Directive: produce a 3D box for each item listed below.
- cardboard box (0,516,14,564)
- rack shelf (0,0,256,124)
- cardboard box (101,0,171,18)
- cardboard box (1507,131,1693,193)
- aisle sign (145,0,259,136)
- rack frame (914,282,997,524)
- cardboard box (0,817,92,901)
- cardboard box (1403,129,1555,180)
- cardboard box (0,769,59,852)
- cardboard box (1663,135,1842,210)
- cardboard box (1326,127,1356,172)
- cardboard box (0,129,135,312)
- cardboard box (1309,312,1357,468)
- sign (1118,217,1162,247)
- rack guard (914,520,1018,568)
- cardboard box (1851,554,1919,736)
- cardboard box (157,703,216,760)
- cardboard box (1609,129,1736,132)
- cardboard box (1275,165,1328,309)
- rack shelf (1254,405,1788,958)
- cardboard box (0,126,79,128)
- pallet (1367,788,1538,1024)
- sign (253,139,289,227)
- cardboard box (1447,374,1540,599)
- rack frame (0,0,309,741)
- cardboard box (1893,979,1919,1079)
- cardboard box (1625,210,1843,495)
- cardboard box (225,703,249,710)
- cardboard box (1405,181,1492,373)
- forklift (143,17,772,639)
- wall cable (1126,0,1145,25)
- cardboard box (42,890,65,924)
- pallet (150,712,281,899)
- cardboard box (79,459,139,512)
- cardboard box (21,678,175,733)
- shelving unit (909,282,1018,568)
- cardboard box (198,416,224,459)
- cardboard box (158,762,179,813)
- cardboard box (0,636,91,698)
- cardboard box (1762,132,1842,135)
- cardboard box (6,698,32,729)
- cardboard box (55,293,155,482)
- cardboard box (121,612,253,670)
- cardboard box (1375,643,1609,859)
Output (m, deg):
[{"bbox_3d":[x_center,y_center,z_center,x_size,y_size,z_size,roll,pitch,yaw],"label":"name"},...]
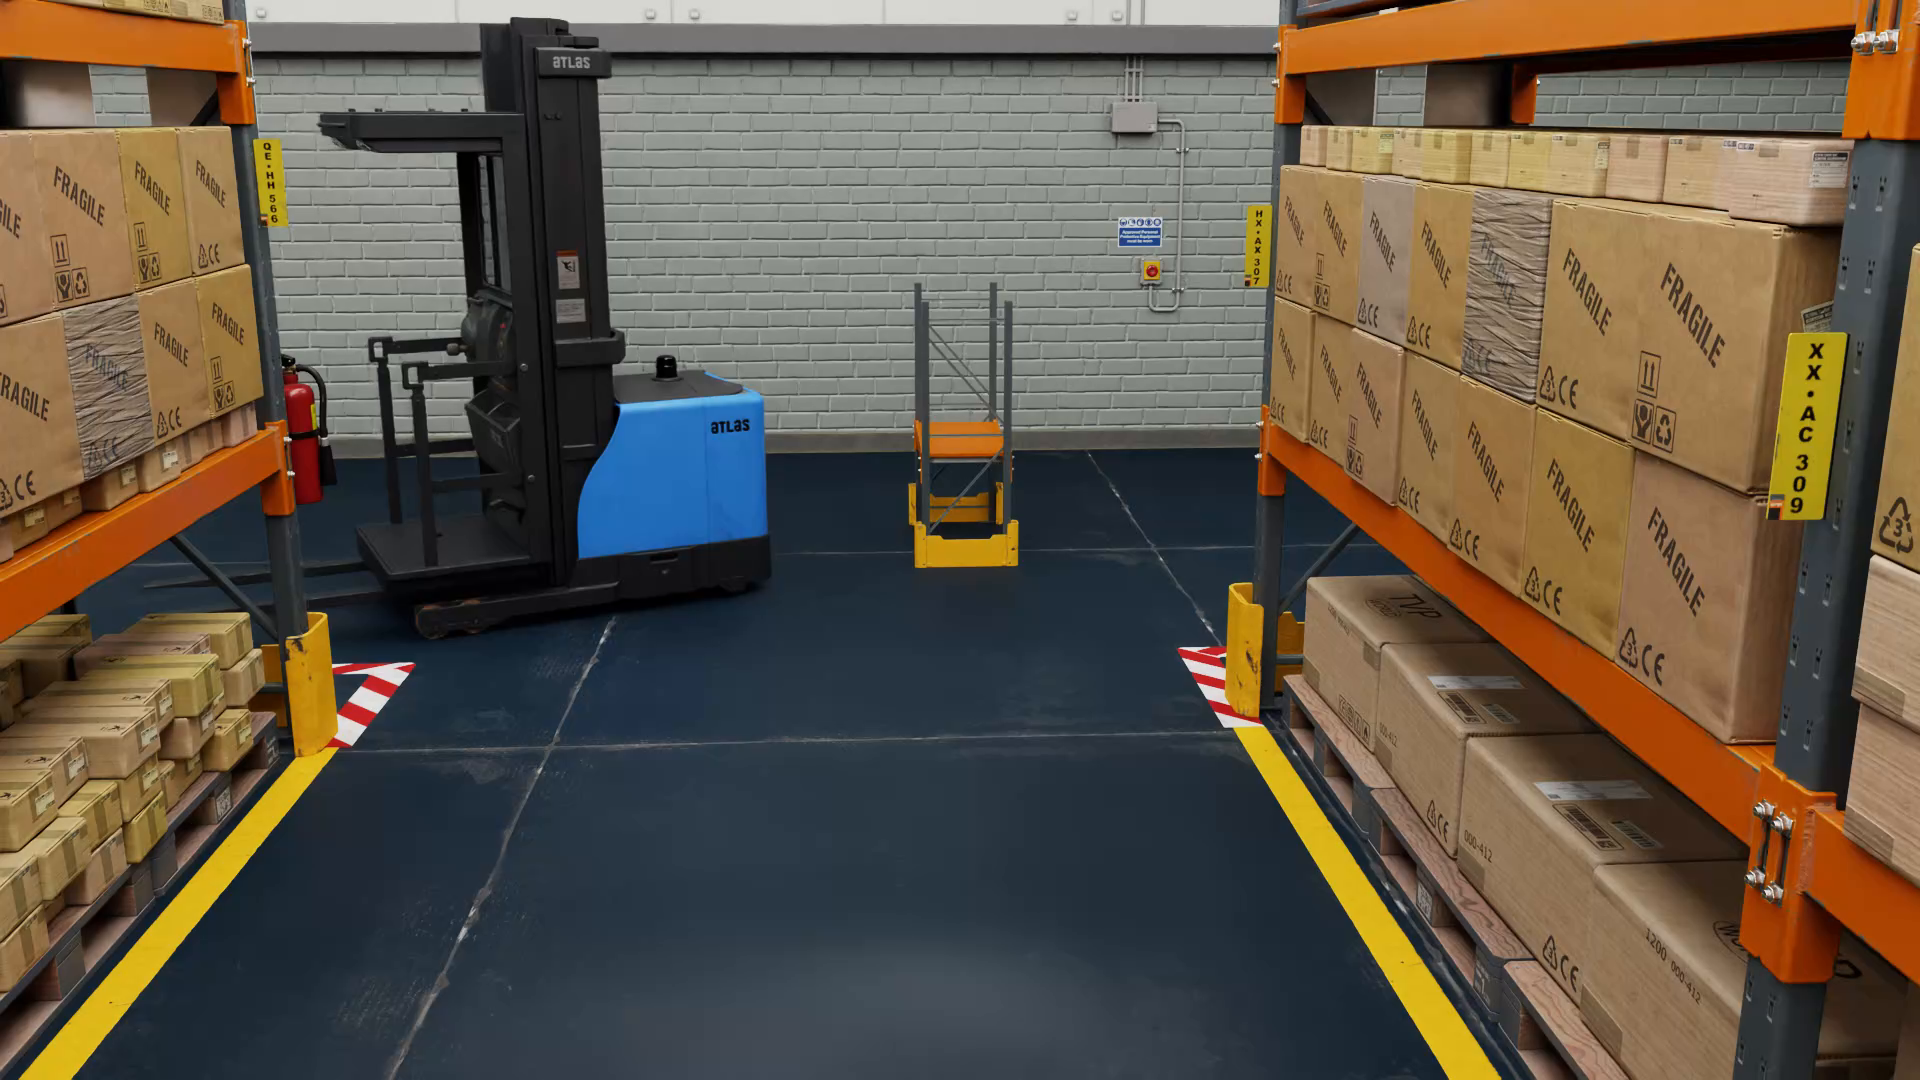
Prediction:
[{"bbox_3d":[-2.808,0.010,4.471,0.380,0.149,0.250,0,14,-1],"label":"cardboard box"},{"bbox_3d":[-3.048,-1.245,4.269,1.077,0.370,4.000,-1,14,-3],"label":"rack shelf"},{"bbox_3d":[-2.841,-1.782,5.215,0.500,0.250,0.500,-1,14,-3],"label":"cardboard box"},{"bbox_3d":[1.657,-0.982,4.315,0.380,0.149,0.250,-1,14,-5],"label":"cardboard box"},{"bbox_3d":[-2.877,-1.920,6.251,0.394,0.787,0.004,-1,14,-3],"label":"aisle sign"},{"bbox_3d":[-0.026,-0.832,10.248,0.500,1.500,0.032,-1,14,-3],"label":"rack frame"},{"bbox_3d":[-2.733,0.912,4.744,0.380,0.149,0.250,-1,14,-3],"label":"cardboard box"},{"bbox_3d":[1.574,-1.171,5.049,0.380,0.149,0.250,-1,14,-3],"label":"cardboard box"},{"bbox_3d":[-2.810,0.768,4.706,0.380,0.149,0.250,-1,14,-3],"label":"cardboard box"},{"bbox_3d":[1.760,-0.793,3.578,0.380,0.149,0.250,-1,14,-3],"label":"cardboard box"},{"bbox_3d":[1.497,-1.363,5.796,0.380,0.149,0.250,0,14,-2],"label":"cardboard box"},{"bbox_3d":[-2.823,-0.950,4.893,0.500,0.500,0.500,0,14,-1],"label":"cardboard box"},{"bbox_3d":[1.565,-0.539,5.900,0.500,0.500,0.500,-1,14,-4],"label":"cardboard box"},{"bbox_3d":[1.338,-2.287,12.353,0.327,0.218,0.001,-1,14,-3],"label":"sign"},{"bbox_3d":[0.036,0.022,9.440,0.587,0.250,0.087,-1,14,-3],"label":"rack guard"},{"bbox_3d":[1.756,0.199,2.529,0.500,0.250,0.500,-1,14,-5],"label":"cardboard box"},{"bbox_3d":[-2.820,0.651,5.757,0.380,0.149,0.250,-1,15,-6],"label":"cardboard box"},{"bbox_3d":[2.116,-1.118,4.844,0.380,0.149,0.250,0,14,-2],"label":"cardboard box"},{"bbox_3d":[1.508,-1.149,6.263,0.500,0.500,0.500,-1,14,-5],"label":"cardboard box"},{"bbox_3d":[1.886,0.106,5.038,1.077,0.370,4.000,-1,14,-3],"label":"rack shelf"},{"bbox_3d":[-3.409,-1.199,5.863,0.500,0.500,0.500,-1,14,-4],"label":"cardboard box"},{"bbox_3d":[1.962,1.111,5.284,1.003,0.211,1.213,-1,14,-3],"label":"pallet"},{"bbox_3d":[-2.617,-1.355,6.317,0.100,0.325,0.005,-1,14,-3],"label":"sign"},{"bbox_3d":[1.643,-0.157,4.417,0.500,0.500,0.500,-1,14,-4],"label":"cardboard box"},{"bbox_3d":[-3.172,-0.638,6.487,1.000,3.000,0.127,-1,14,-3],"label":"rack frame"},{"bbox_3d":[2.128,1.234,2.633,0.875,0.875,0.875,0,14,-2],"label":"cardboard box"},{"bbox_3d":[1.705,-0.391,3.317,0.500,0.500,0.500,-1,14,-4],"label":"cardboard box"},{"bbox_3d":[-2.931,0.667,6.293,0.380,0.149,0.250,-1,14,-2],"label":"cardboard box"},{"bbox_3d":[1.618,-0.768,4.785,0.500,0.500,0.500,-1,14,-3],"label":"cardboard box"},{"bbox_3d":[-2.566,-1.084,8.358,3.031,2.935,1.130,-7,16,-27],"label":"forklift"},{"bbox_3d":[1.129,-5.055,11.615,0.463,3.000,0.029,-1,14,-3],"label":"wall cable"},{"bbox_3d":[-2.840,1.052,4.795,0.380,0.149,0.250,0,14,-2],"label":"cardboard box"},{"bbox_3d":[-3.152,0.934,5.973,1.003,0.211,1.213,-1,14,-3],"label":"pallet"},{"bbox_3d":[-2.835,-0.186,5.234,0.380,0.149,0.250,-2,15,-6],"label":"cardboard box"},{"bbox_3d":[-2.832,0.570,5.476,0.380,0.149,0.250,-1,15,-6],"label":"cardboard box"},{"bbox_3d":[0.005,-0.707,9.766,0.587,1.500,1.083,-1,14,-3],"label":"shelving unit"},{"bbox_3d":[-2.892,-0.377,5.977,0.380,0.149,0.250,-1,14,-4],"label":"cardboard box"},{"bbox_3d":[-2.856,0.858,5.552,0.380,0.149,0.250,-1,14,-3],"label":"cardboard box"},{"bbox_3d":[-3.341,0.453,5.929,0.380,0.149,0.250,-1,14,-2],"label":"cardboard box"},{"bbox_3d":[2.218,-0.930,4.111,0.380,0.149,0.250,-1,14,-5],"label":"cardboard box"},{"bbox_3d":[-3.332,0.658,5.731,0.380,0.149,0.250,-1,14,-3],"label":"cardboard box"},{"bbox_3d":[-2.820,-0.469,5.030,0.500,0.500,0.500,-1,14,-3],"label":"cardboard box"},{"bbox_3d":[-2.886,0.379,6.219,0.380,0.149,0.250,-1,14,-3],"label":"cardboard box"},{"bbox_3d":[1.968,0.688,5.632,0.875,0.438,0.875,0,14,-2],"label":"cardboard box"}]
